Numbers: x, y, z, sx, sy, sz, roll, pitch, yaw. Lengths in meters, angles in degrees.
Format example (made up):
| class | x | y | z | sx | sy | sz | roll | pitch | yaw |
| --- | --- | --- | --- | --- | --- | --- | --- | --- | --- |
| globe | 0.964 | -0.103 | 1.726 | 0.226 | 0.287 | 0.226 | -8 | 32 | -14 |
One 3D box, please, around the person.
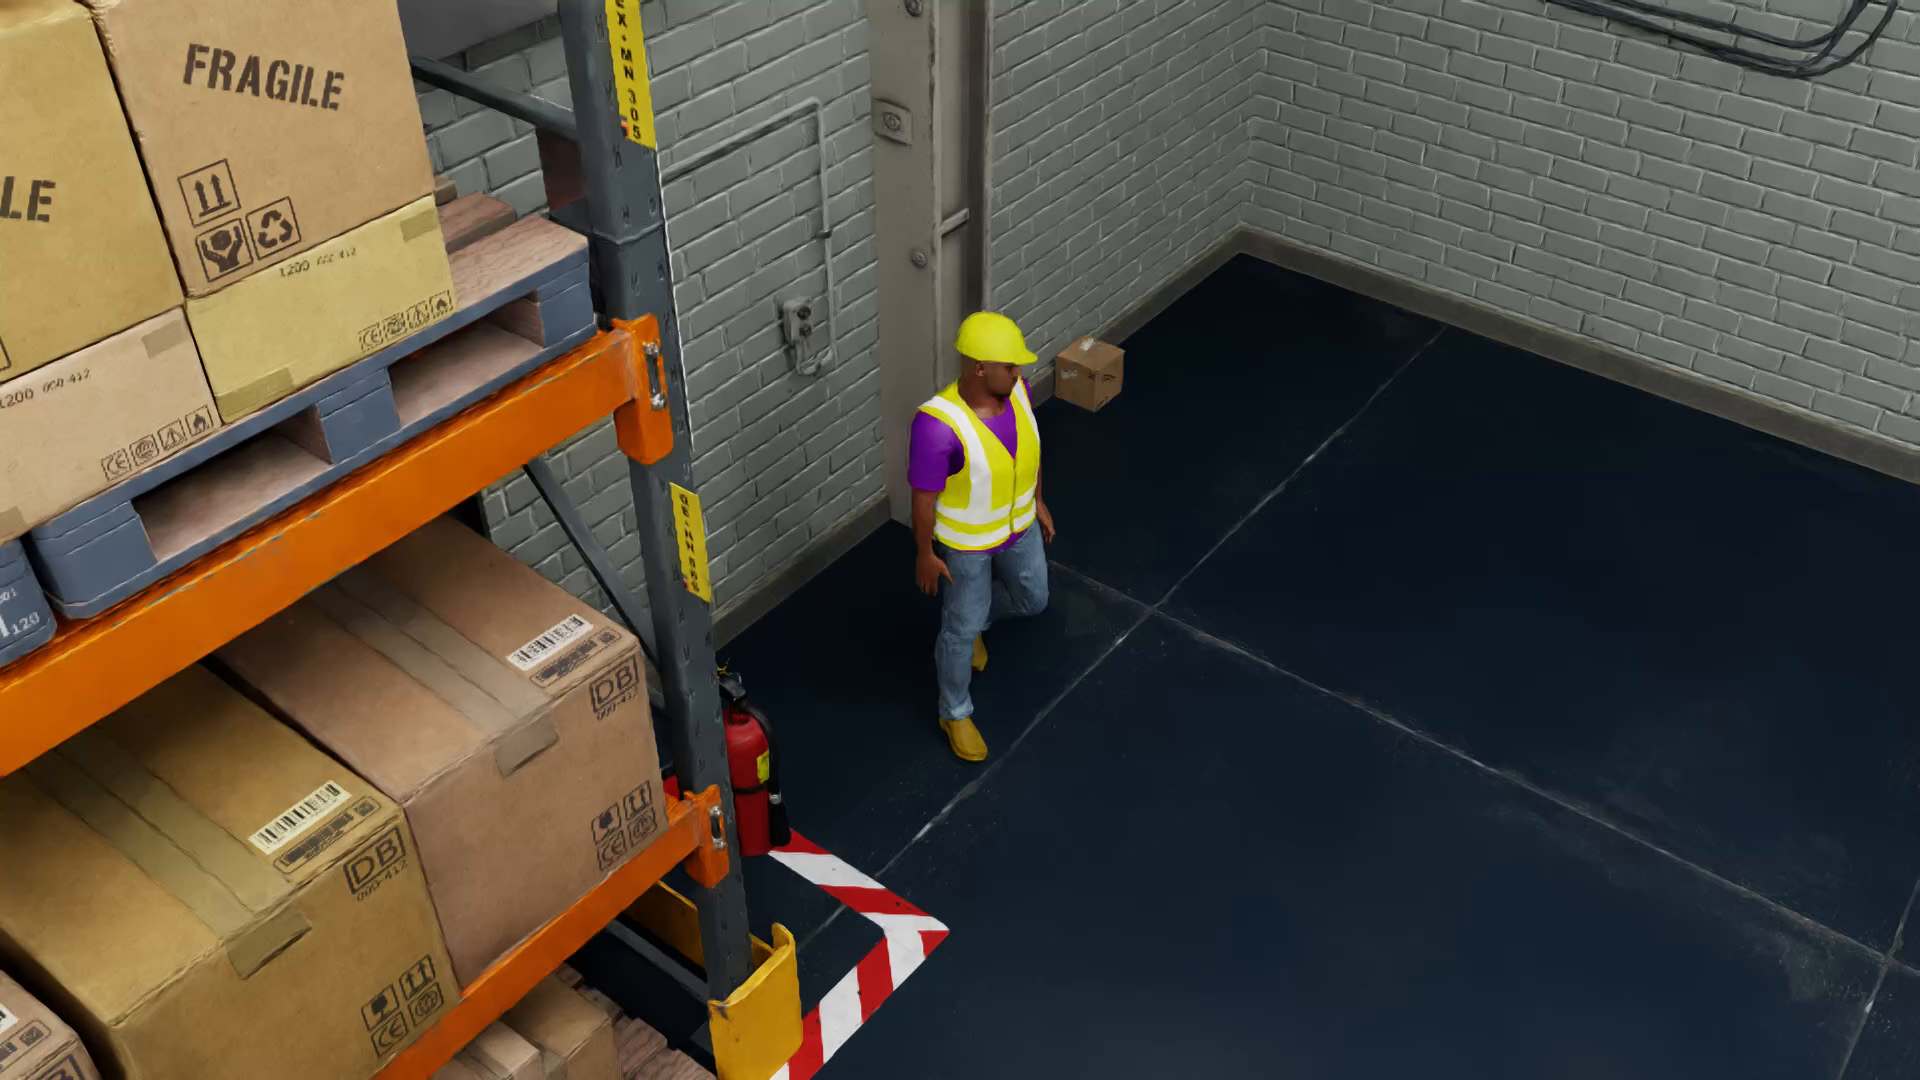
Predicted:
| class | x | y | z | sx | sy | sz | roll | pitch | yaw |
| --- | --- | --- | --- | --- | --- | --- | --- | --- | --- |
| person | 0.062 | -0.059 | 6.186 | 0.608 | 1.764 | 0.580 | -32 | 48 | -33 |
